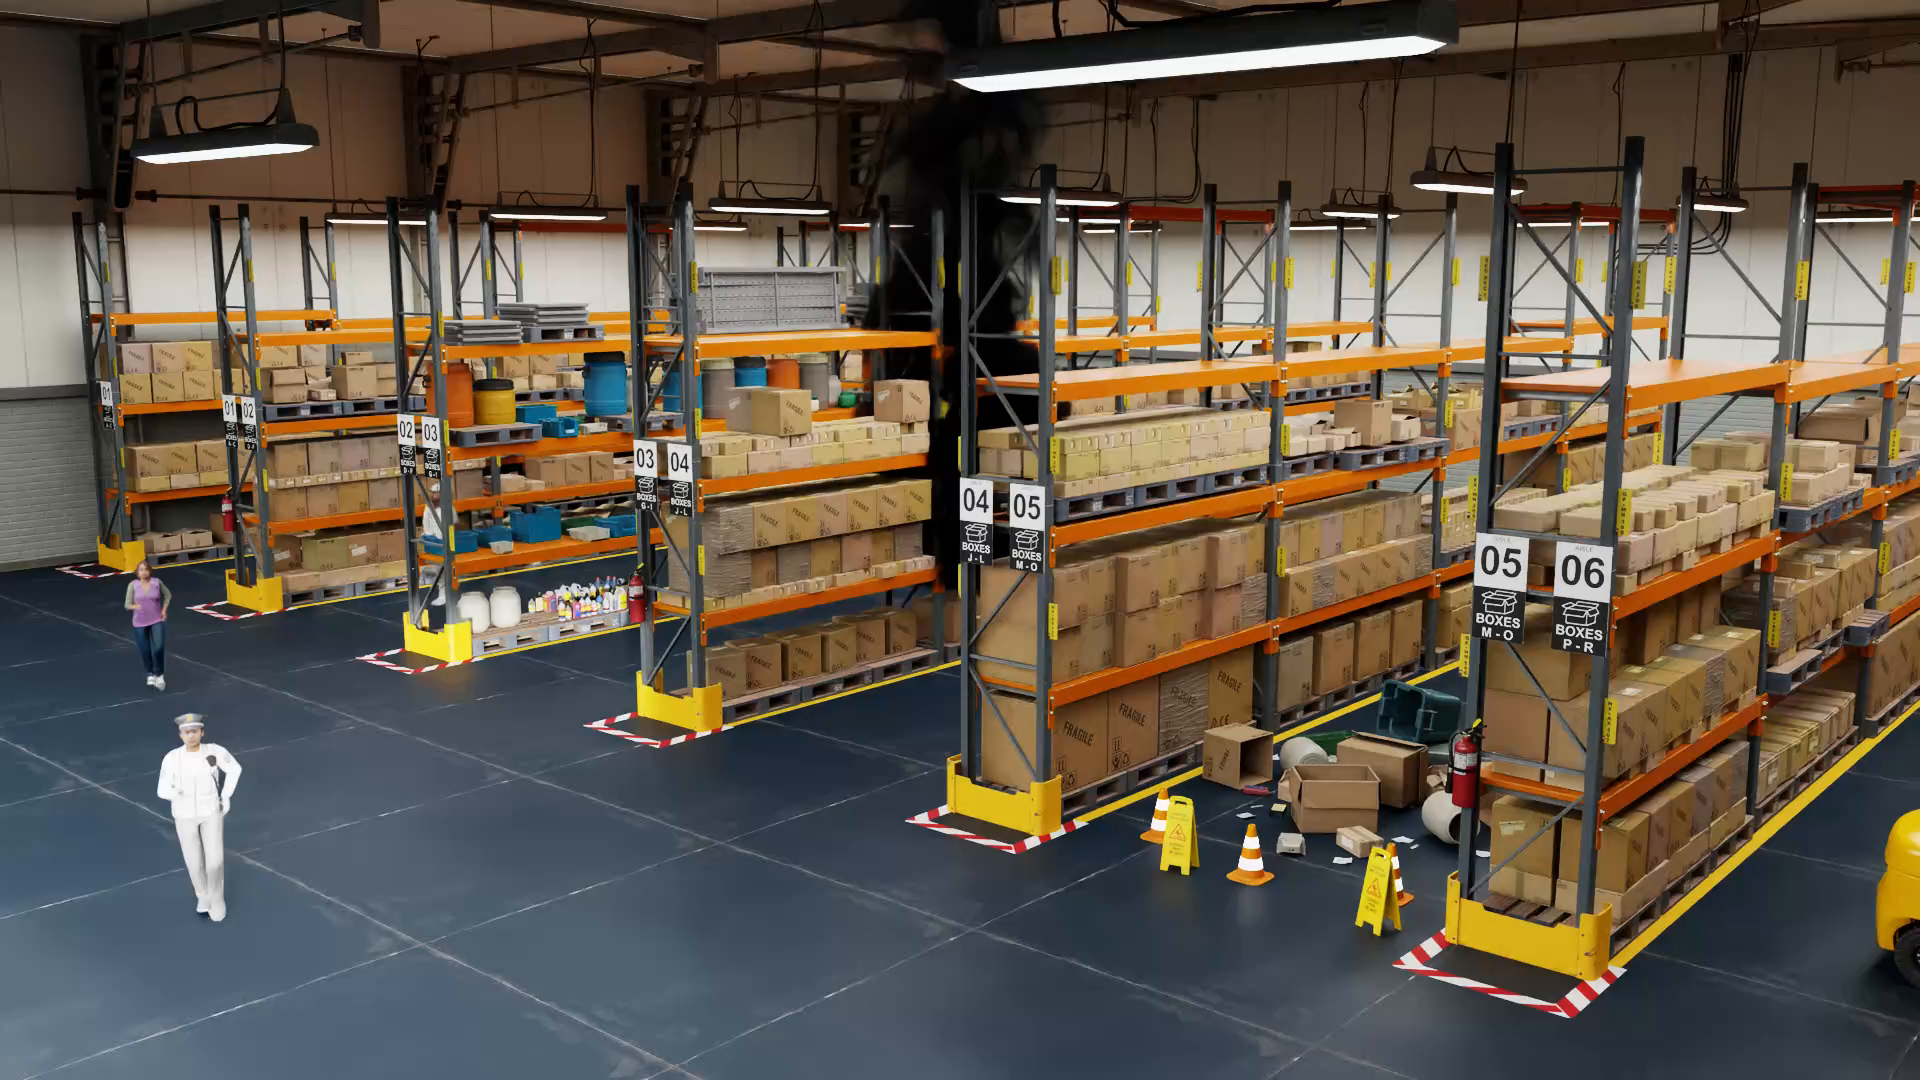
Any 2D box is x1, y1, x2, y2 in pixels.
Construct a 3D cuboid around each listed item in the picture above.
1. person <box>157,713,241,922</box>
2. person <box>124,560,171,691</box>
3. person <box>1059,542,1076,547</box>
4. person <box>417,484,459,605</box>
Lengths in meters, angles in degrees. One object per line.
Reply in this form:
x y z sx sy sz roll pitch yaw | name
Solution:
-5.970 2.194 13.078 0.595 1.700 0.629 -3 10 -19 | person
-9.844 1.046 20.203 0.515 1.604 0.625 -4 10 -25 | person
1.338 0.665 20.481 0.536 1.796 0.736 5 11 27 | person
-7.496 0.058 23.933 0.686 1.749 0.600 6 11 32 | person
